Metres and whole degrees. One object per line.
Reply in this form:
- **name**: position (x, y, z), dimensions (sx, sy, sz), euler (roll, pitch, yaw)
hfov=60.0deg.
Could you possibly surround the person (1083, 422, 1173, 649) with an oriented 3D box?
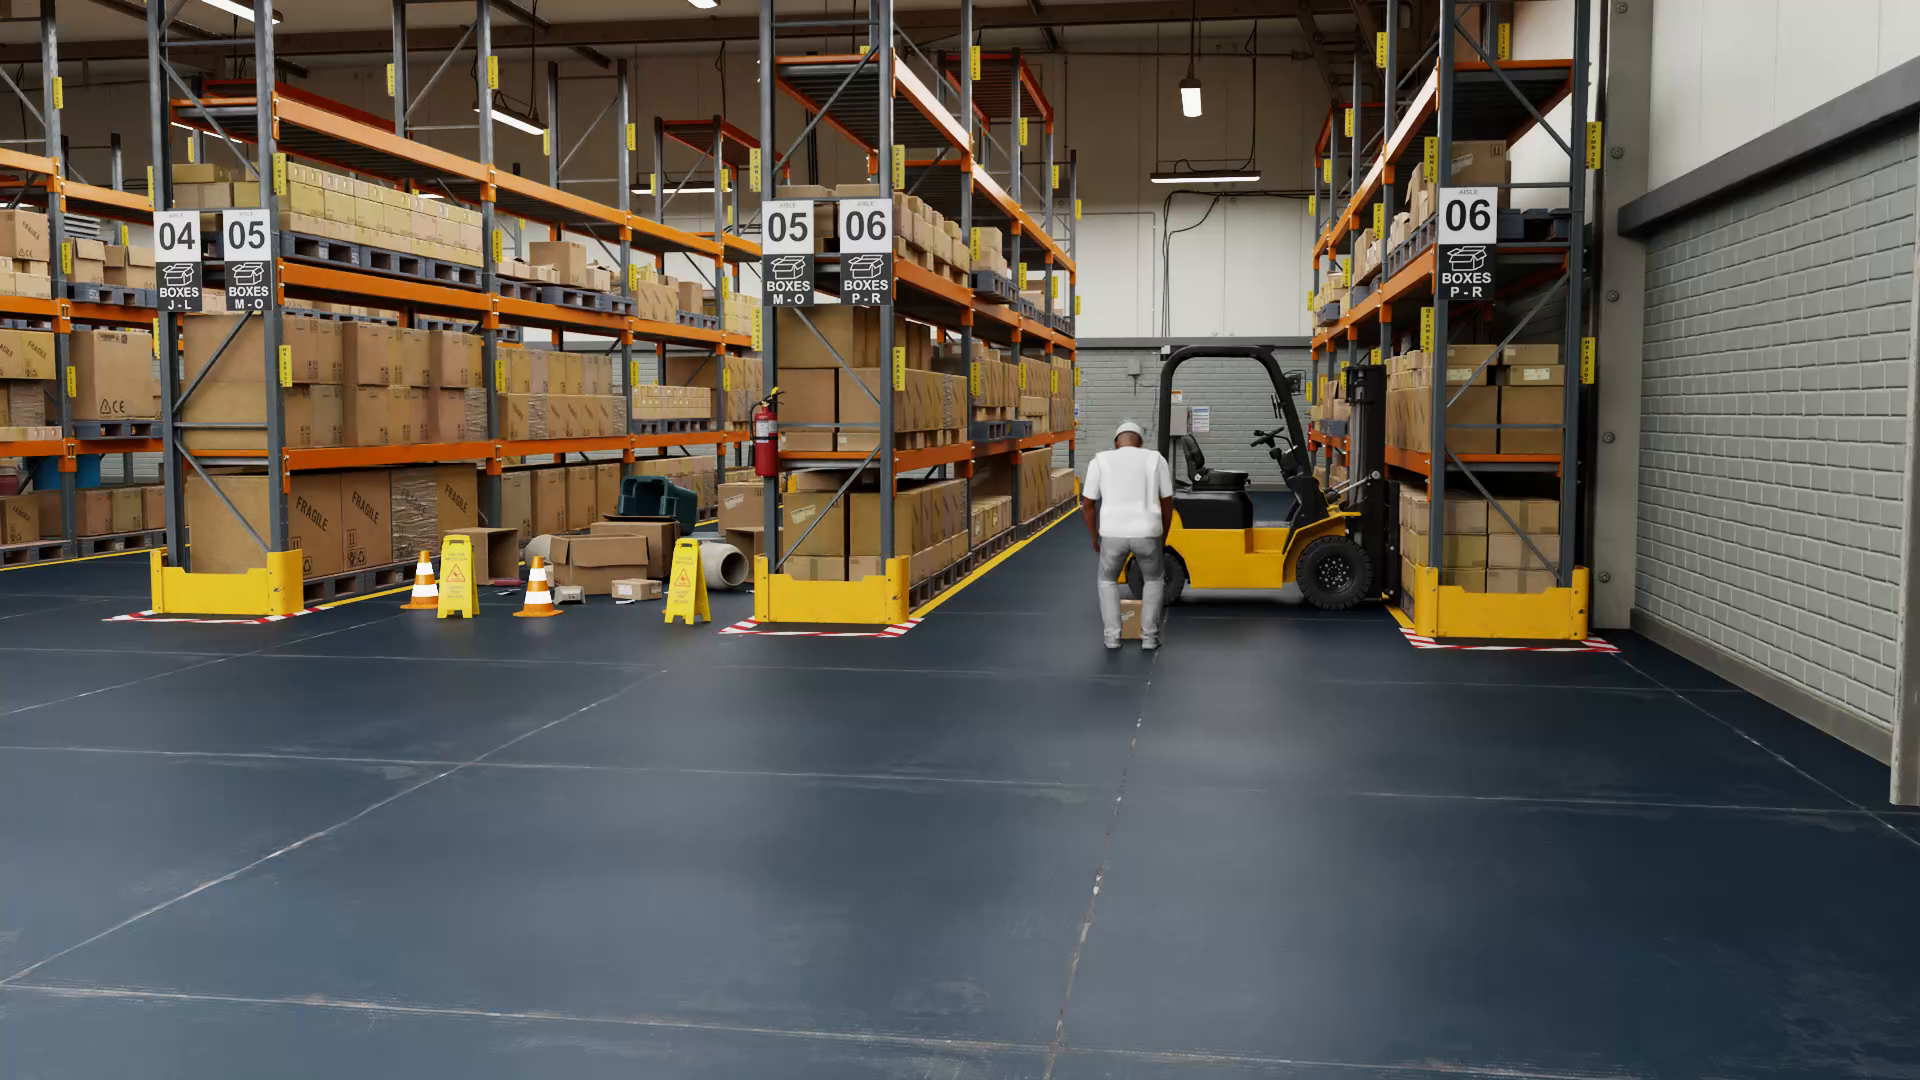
- **person**: position (1.150, -0.040, 11.455), dimensions (0.625, 1.543, 0.666), euler (1, 4, 9)
